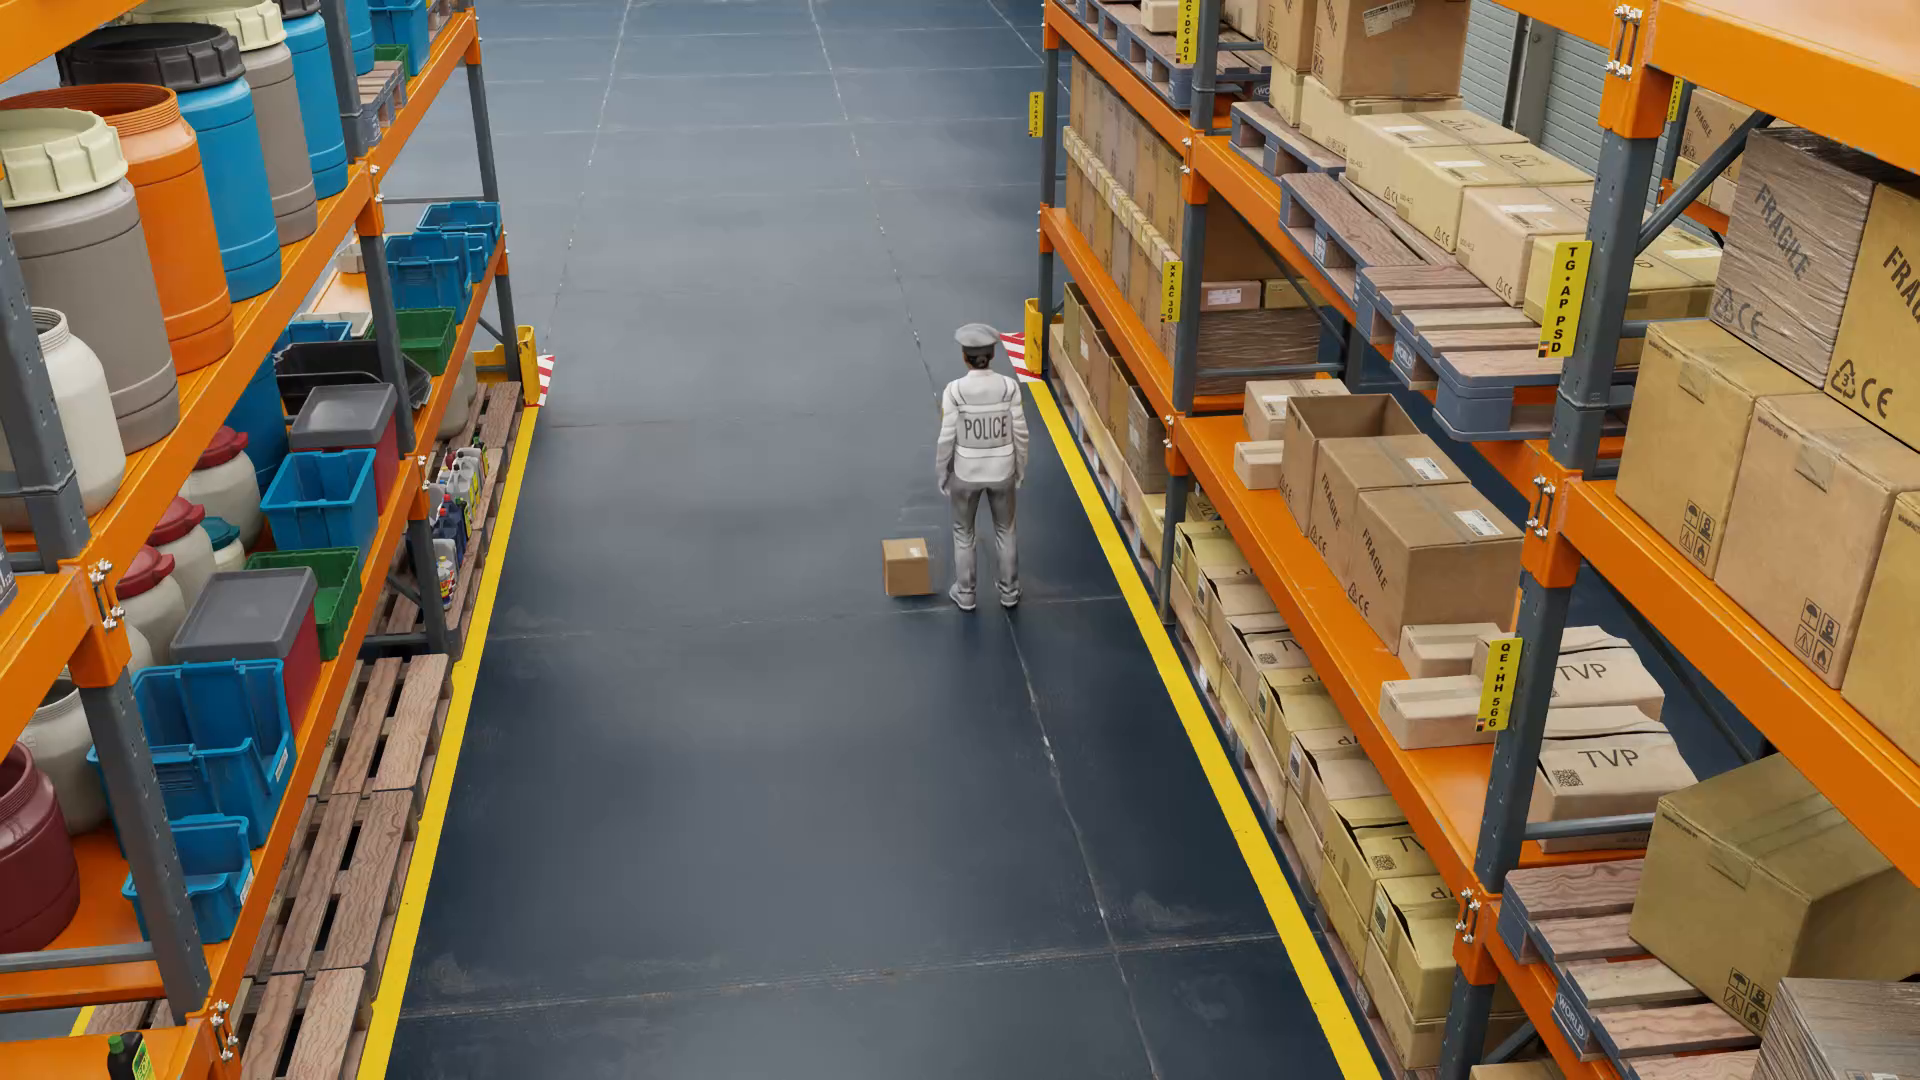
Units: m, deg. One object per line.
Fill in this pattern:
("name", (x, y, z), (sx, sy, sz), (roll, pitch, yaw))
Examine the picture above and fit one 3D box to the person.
("person", (0.122, -0.378, 9.348), (0.523, 1.662, 0.372), (-4, 28, -8))
